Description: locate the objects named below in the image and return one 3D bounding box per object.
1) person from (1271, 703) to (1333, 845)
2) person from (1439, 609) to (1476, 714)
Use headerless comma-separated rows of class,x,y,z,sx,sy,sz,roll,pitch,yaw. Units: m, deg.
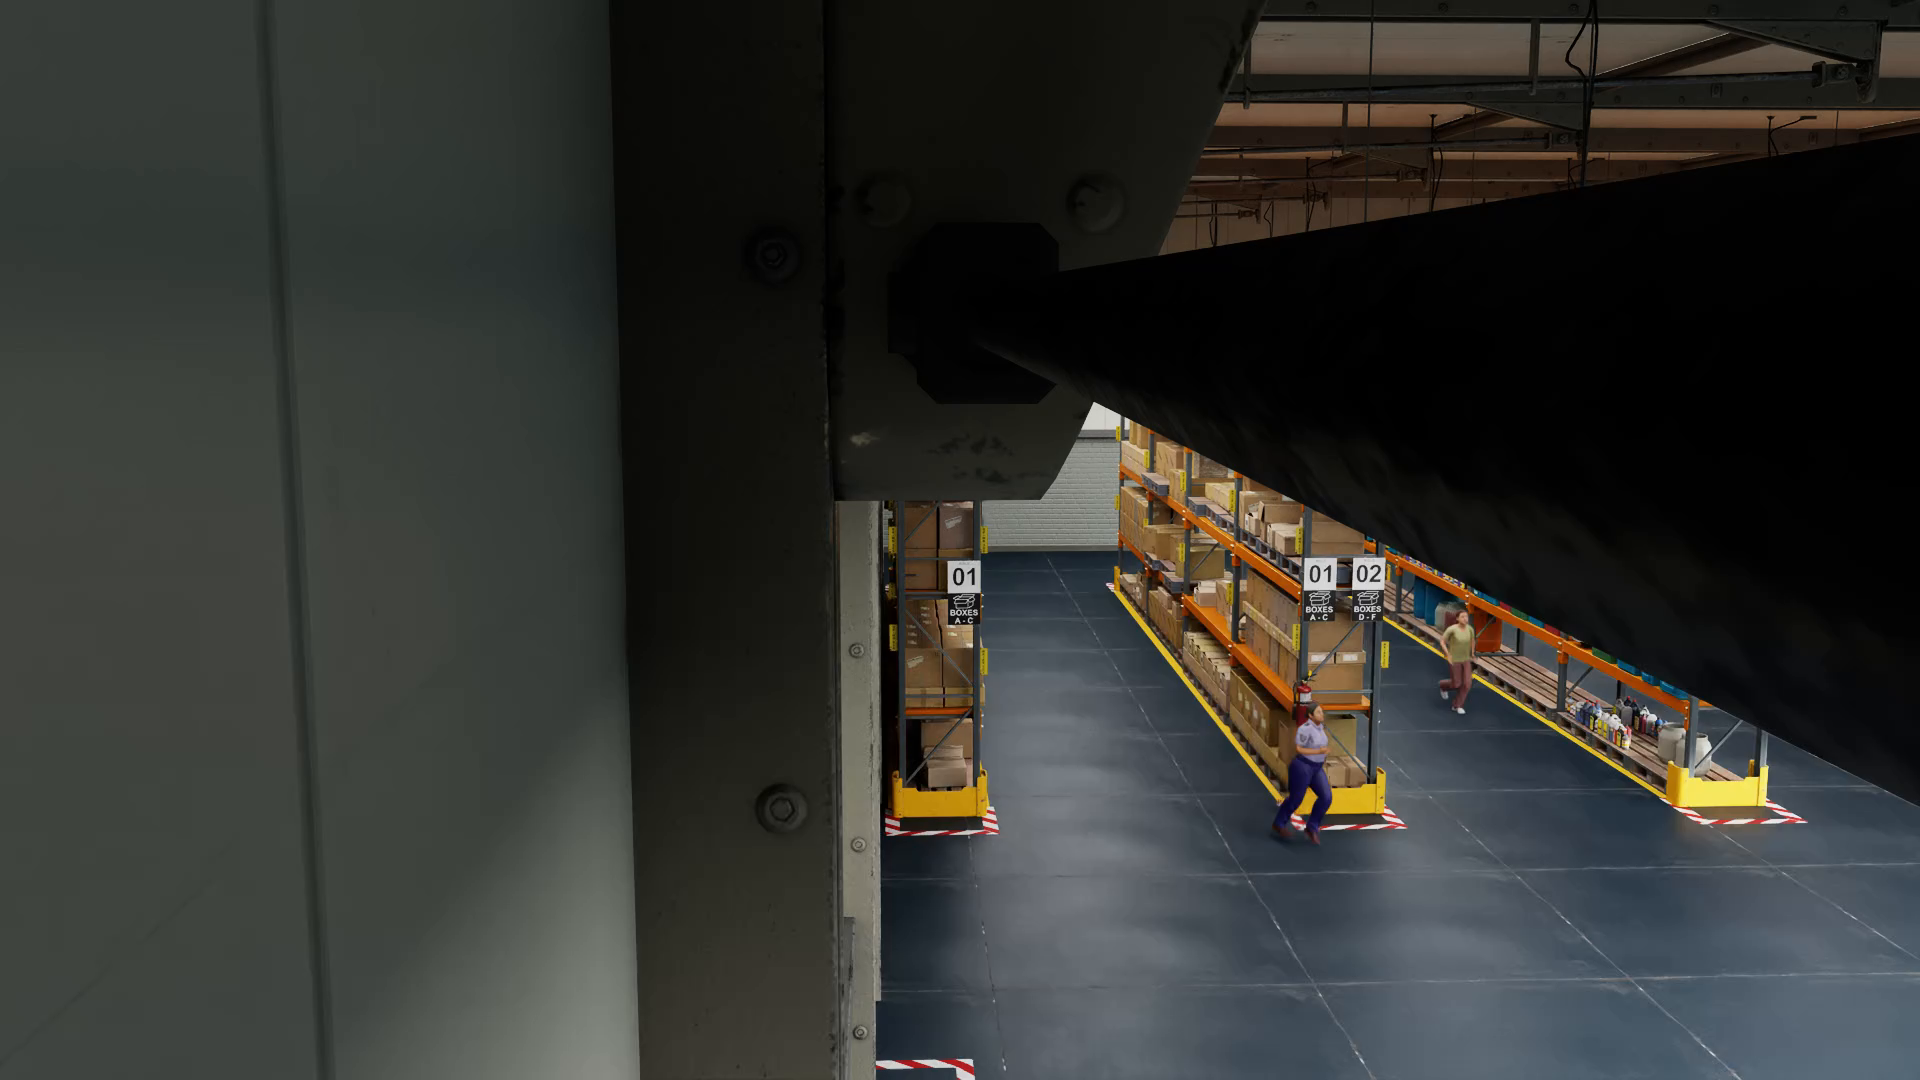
person,4.092,2.743,19.545,0.603,1.702,0.716,-8,12,-44
person,7.689,1.844,25.733,0.569,1.621,0.622,-2,8,-10
